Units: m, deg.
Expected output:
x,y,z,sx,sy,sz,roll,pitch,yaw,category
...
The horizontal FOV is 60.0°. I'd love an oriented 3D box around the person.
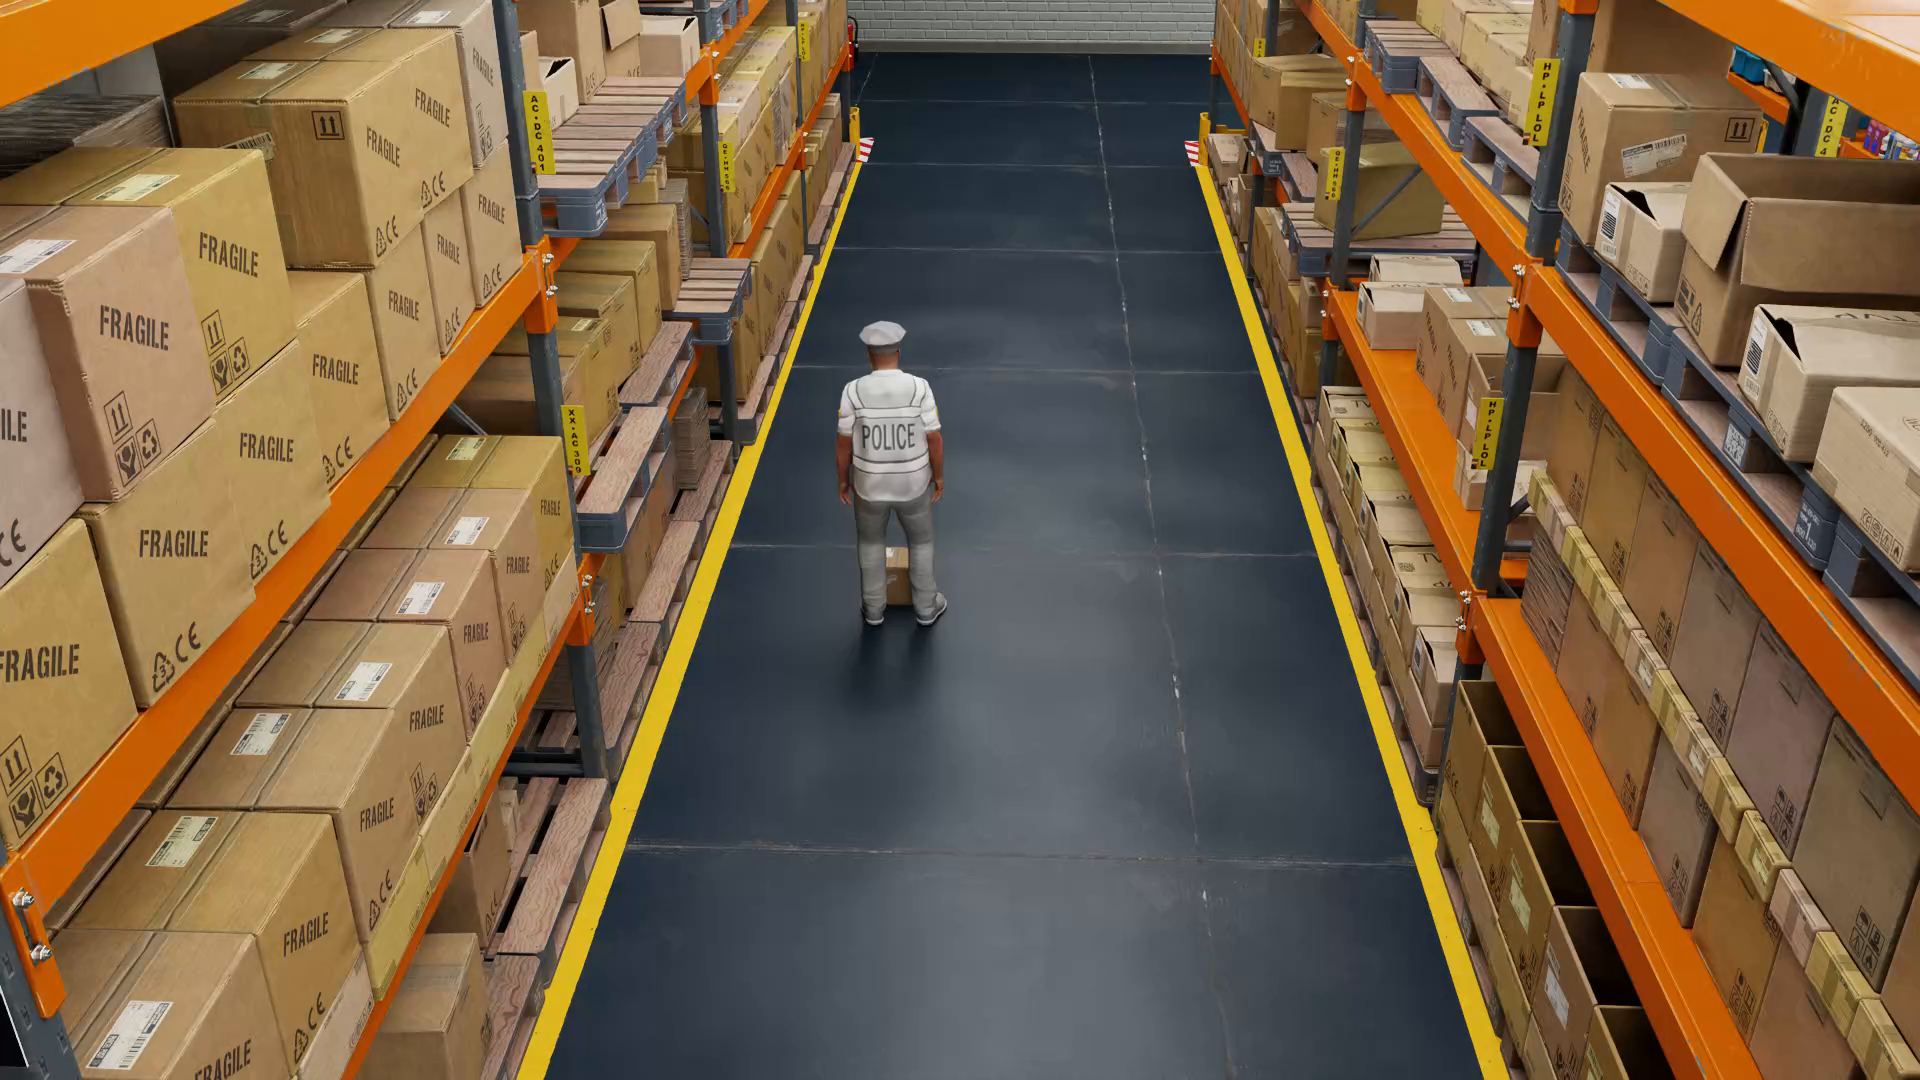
x,y,z,sx,sy,sz,roll,pitch,yaw,category
-0.378,-0.325,9.229,0.599,1.749,0.431,0,28,0,person
